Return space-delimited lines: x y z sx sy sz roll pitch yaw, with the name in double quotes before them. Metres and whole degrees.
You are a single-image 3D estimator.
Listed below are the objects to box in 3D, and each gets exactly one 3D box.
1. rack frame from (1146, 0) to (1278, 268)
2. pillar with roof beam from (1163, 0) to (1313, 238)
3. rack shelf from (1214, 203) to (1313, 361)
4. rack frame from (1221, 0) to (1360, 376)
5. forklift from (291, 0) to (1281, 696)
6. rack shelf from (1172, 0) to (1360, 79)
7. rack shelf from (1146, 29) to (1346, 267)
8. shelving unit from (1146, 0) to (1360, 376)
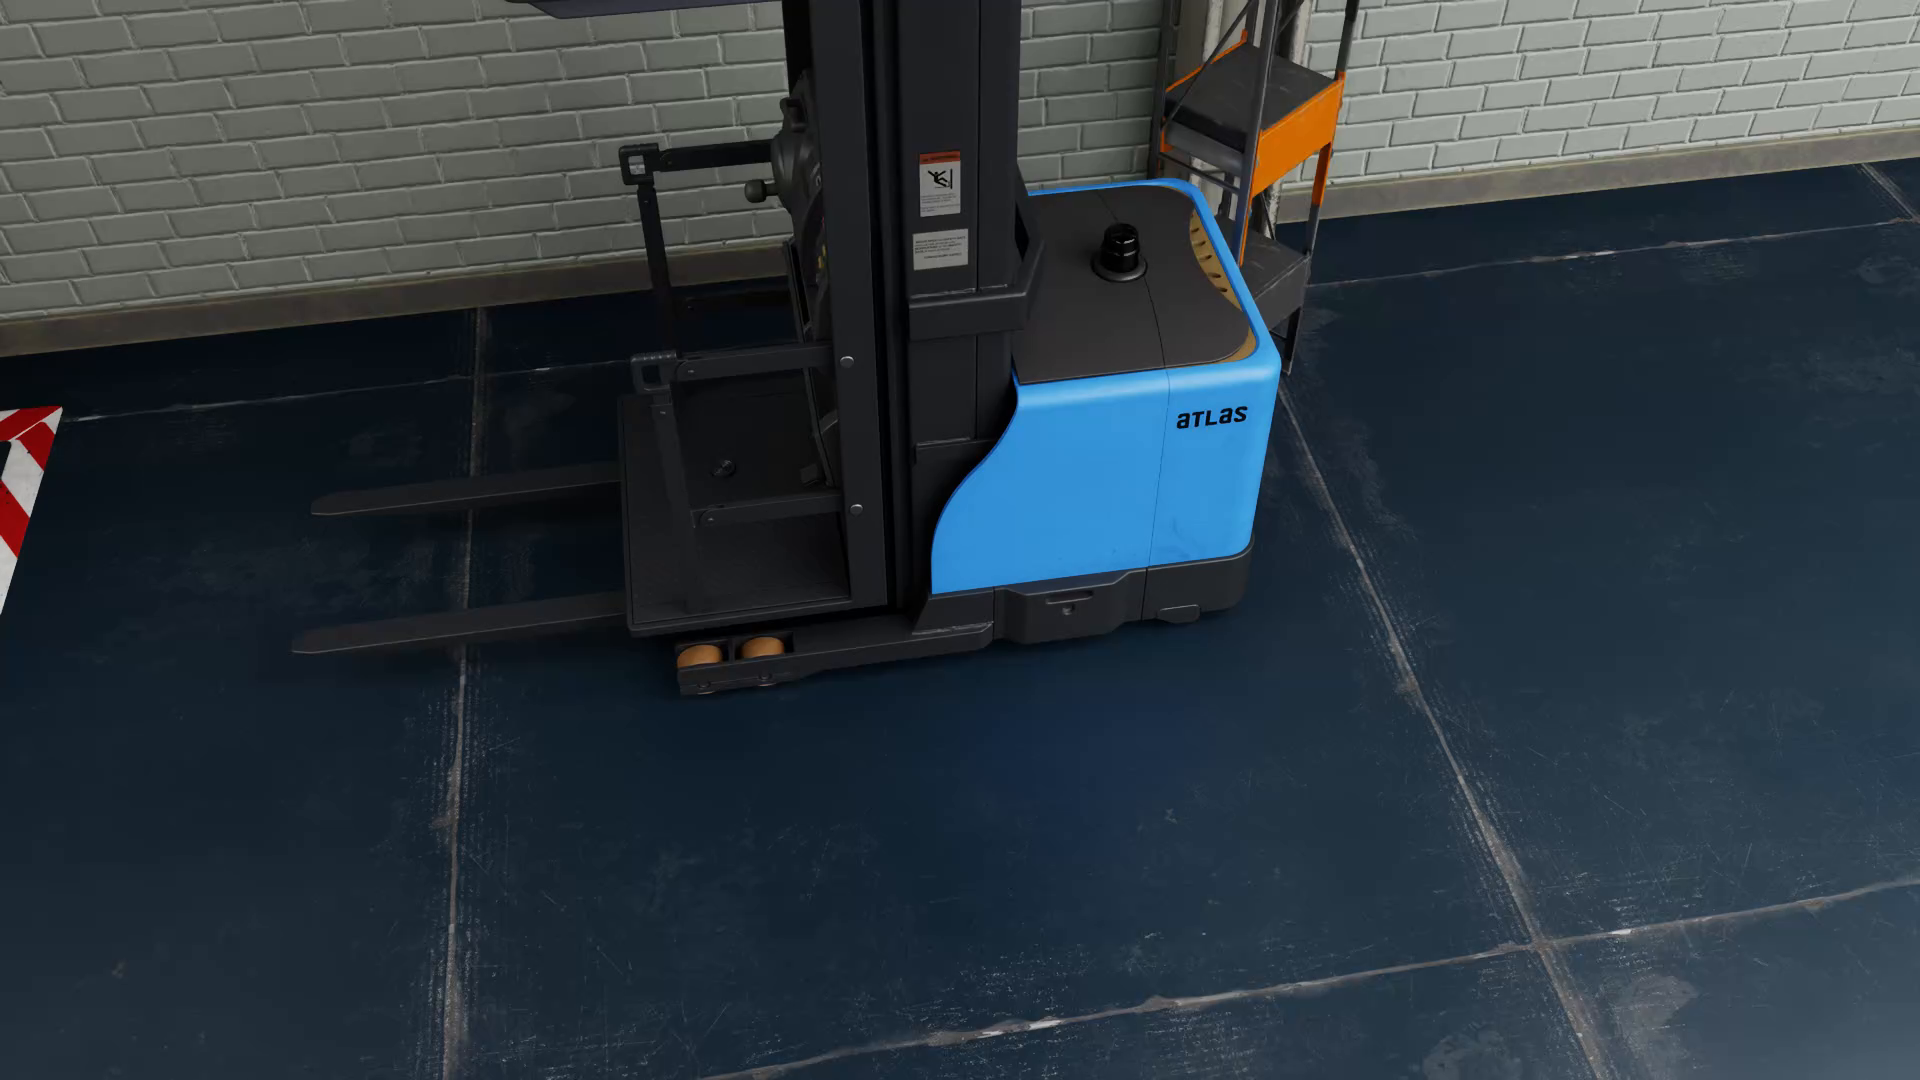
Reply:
"rack frame" 0.781 -1.198 5.447 0.400 2.100 0.015 34 55 28
"pillar with roof beam" 1.788 -1.283 0.738 0.400 9.000 9.100 -7 46 -7
"rack shelf" 0.946 -0.833 6.085 0.431 0.518 0.480 34 55 28
"rack frame" 1.111 -1.457 5.696 0.400 2.100 0.015 34 55 28
"forklift" -0.621 -0.940 4.620 3.031 2.935 1.130 -7 46 -7
"rack shelf" 0.946 -1.804 5.077 0.431 0.518 0.480 34 55 28
"rack shelf" 0.946 -1.318 5.581 0.431 0.518 0.480 34 55 28
"shelving unit" 0.946 -1.328 5.571 0.431 2.100 0.503 34 55 28
